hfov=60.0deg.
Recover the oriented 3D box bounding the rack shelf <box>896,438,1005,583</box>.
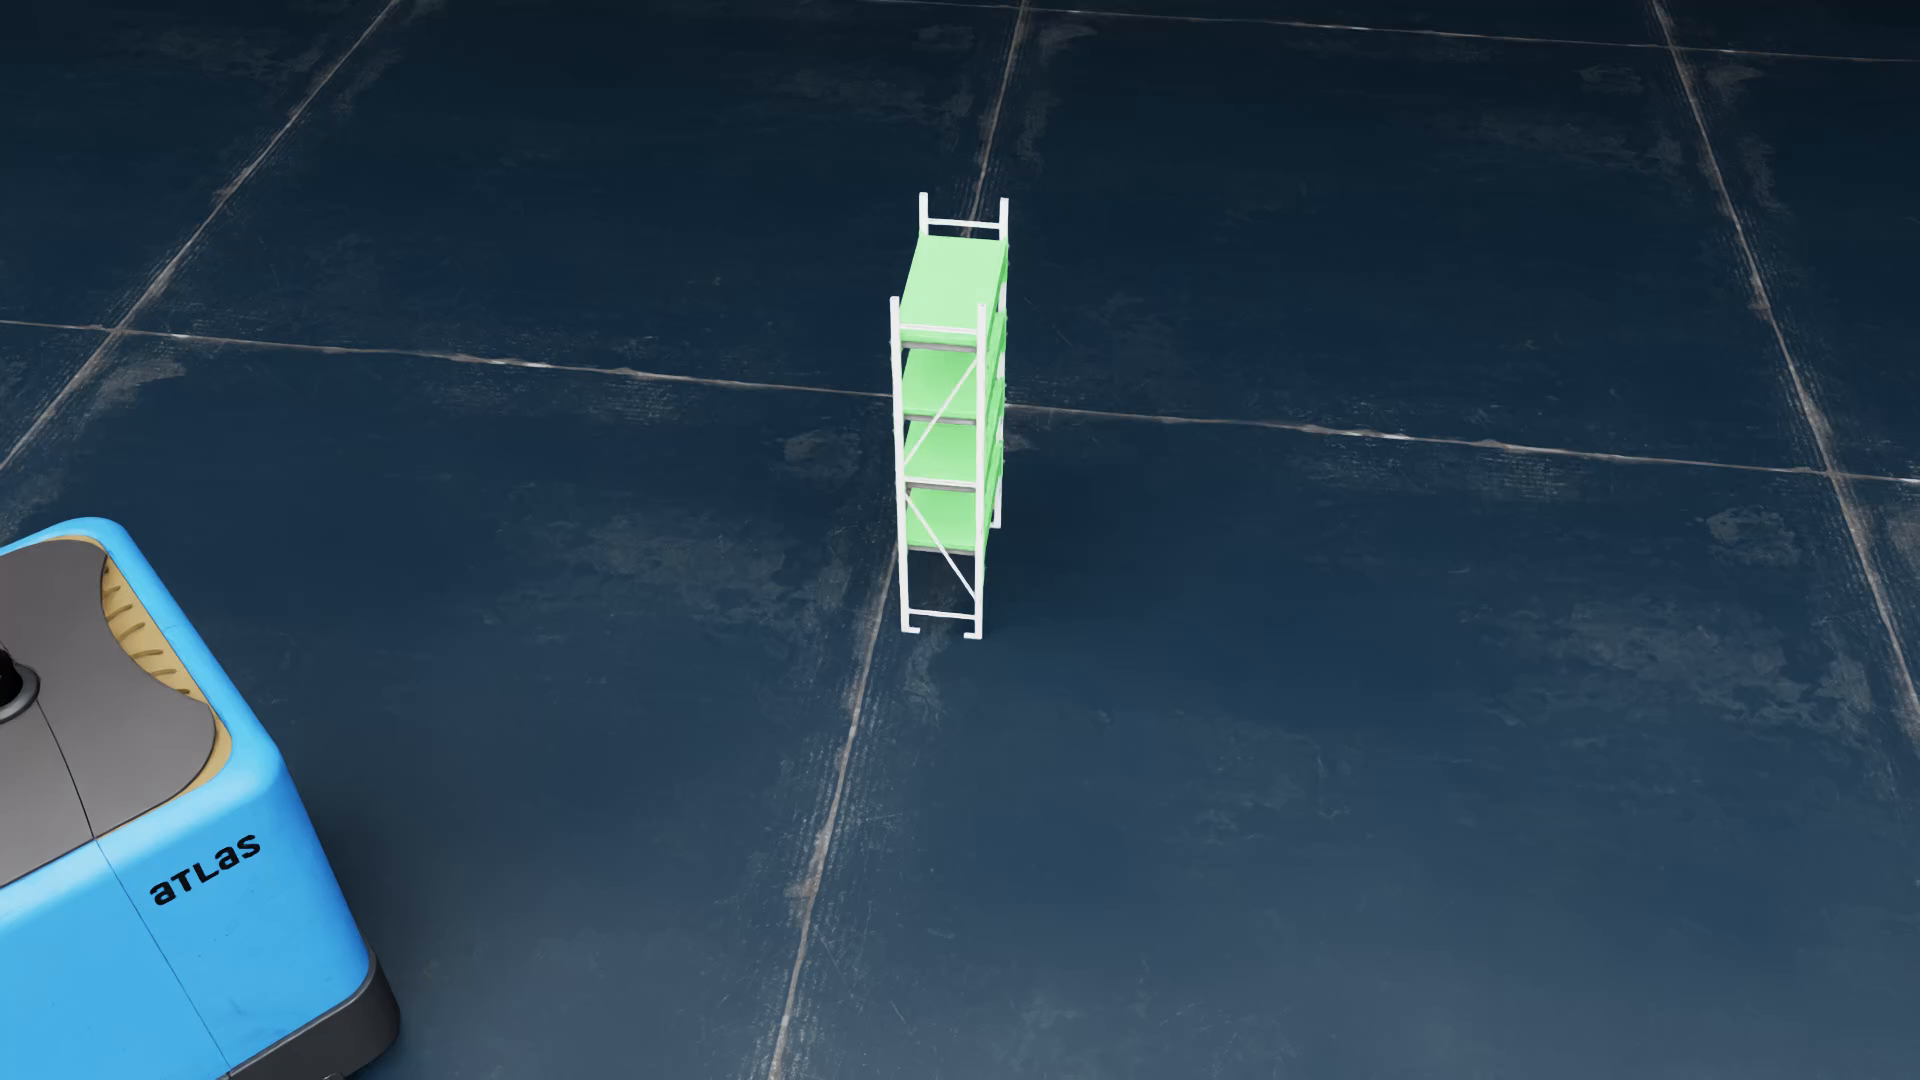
[{"bbox_3d":[-0.022,-0.102,4.927,0.258,0.148,0.480,5,44,6],"label":"rack shelf"}]

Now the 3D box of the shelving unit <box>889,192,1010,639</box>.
[{"bbox_3d":[-0.022,-0.323,4.718,0.258,1.200,0.503,5,44,6],"label":"shelving unit"}]

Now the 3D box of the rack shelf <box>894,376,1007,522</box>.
[{"bbox_3d":[-0.022,-0.276,4.762,0.258,0.148,0.480,5,44,6],"label":"rack shelf"}]

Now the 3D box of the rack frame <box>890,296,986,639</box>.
[{"bbox_3d":[-0.054,-0.157,4.543,0.240,1.200,0.015,5,44,6],"label":"rack frame"}]

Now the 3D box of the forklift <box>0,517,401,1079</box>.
[{"bbox_3d":[-2.778,0.543,2.545,3.031,2.935,1.130,-30,51,-28],"label":"forklift"}]

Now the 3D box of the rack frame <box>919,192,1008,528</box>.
[{"bbox_3d":[0.010,-0.489,4.894,0.240,1.200,0.015,5,44,6],"label":"rack frame"}]

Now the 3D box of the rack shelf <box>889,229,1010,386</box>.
[{"bbox_3d":[-0.022,-0.625,4.432,0.258,0.148,0.480,5,44,6],"label":"rack shelf"}]

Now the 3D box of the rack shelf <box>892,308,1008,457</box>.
[{"bbox_3d":[-0.022,-0.451,4.597,0.258,0.148,0.480,5,44,6],"label":"rack shelf"}]
